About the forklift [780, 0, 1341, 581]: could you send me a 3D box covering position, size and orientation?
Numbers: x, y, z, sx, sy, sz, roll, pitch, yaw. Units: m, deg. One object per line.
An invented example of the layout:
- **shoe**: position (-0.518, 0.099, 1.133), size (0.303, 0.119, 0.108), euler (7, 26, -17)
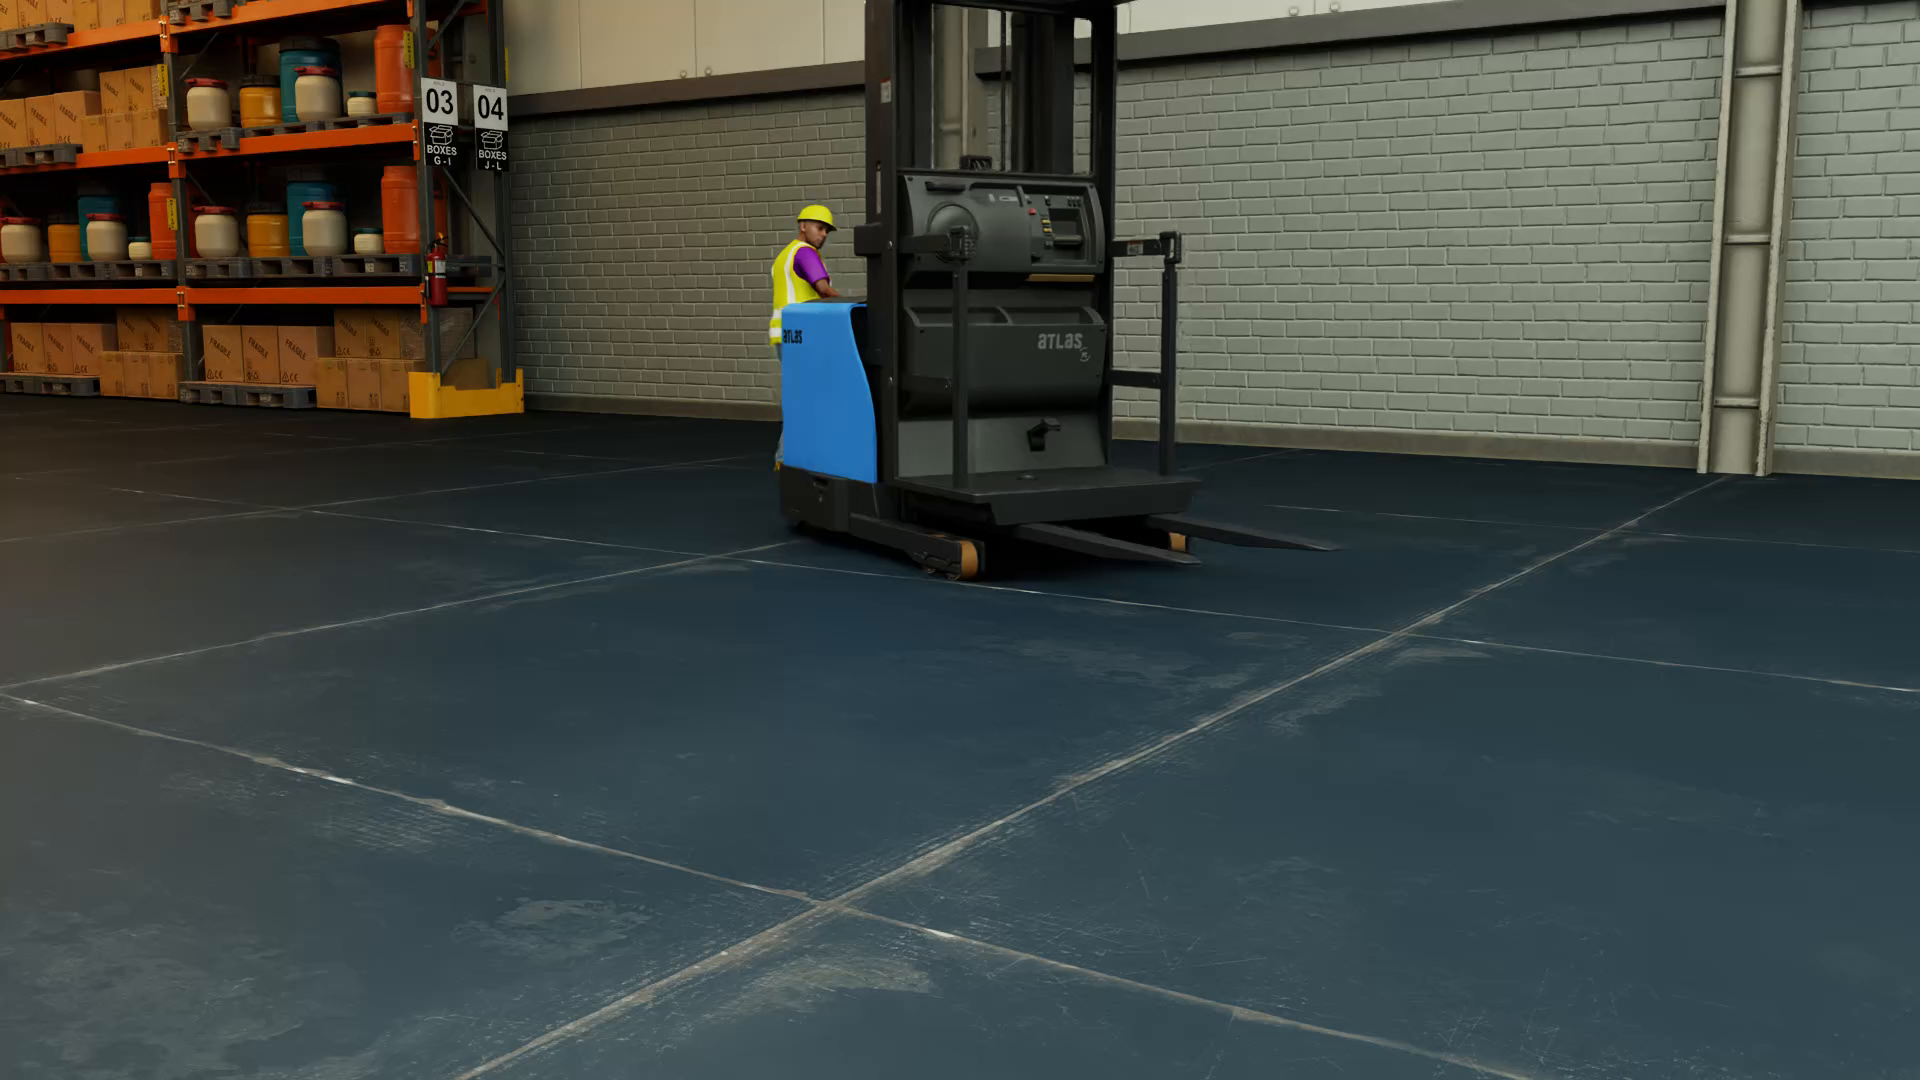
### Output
- **forklift**: position (0.300, -1.363, 6.774), size (1.130, 2.935, 3.031), euler (-5, 9, -29)

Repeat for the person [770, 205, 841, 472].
- **person**: position (-0.900, -1.254, 10.547), size (0.645, 1.716, 0.821), euler (-6, 10, -37)
